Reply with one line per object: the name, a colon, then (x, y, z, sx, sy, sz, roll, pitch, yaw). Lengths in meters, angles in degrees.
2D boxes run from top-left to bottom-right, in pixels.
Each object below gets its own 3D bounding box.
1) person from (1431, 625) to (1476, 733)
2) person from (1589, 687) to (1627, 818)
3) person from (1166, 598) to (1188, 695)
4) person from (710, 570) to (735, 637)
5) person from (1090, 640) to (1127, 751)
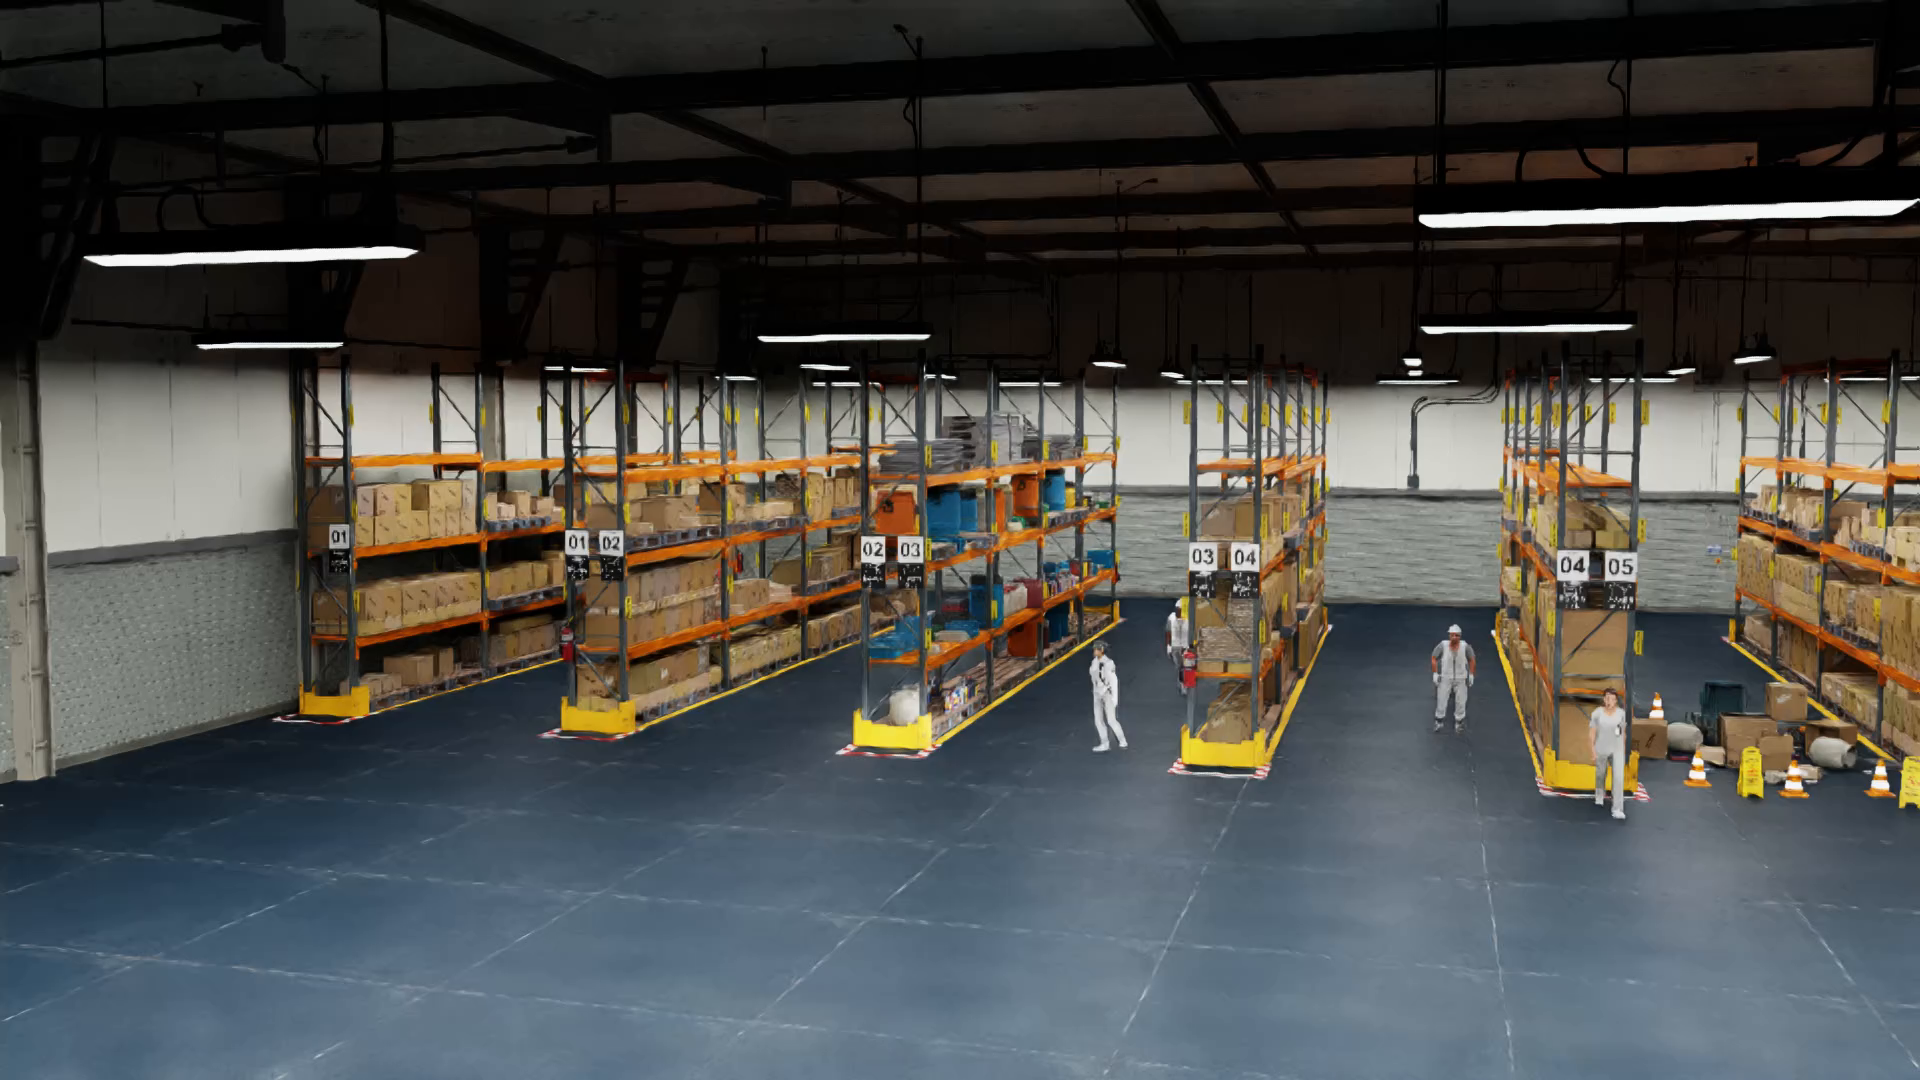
person: (7.743, 2.183, 26.117, 0.677, 1.742, 0.552, 1, 4, 14)
person: (8.128, 2.627, 20.871, 0.446, 1.590, 1.110, 1, 5, 18)
person: (3.978, 1.893, 29.938, 0.566, 1.706, 1.122, 1, 5, 18)
person: (-5.060, 1.476, 35.448, 0.550, 1.709, 1.128, 1, 4, 13)
person: (2.216, 2.312, 24.874, 0.539, 1.666, 0.527, -3, 5, -38)
